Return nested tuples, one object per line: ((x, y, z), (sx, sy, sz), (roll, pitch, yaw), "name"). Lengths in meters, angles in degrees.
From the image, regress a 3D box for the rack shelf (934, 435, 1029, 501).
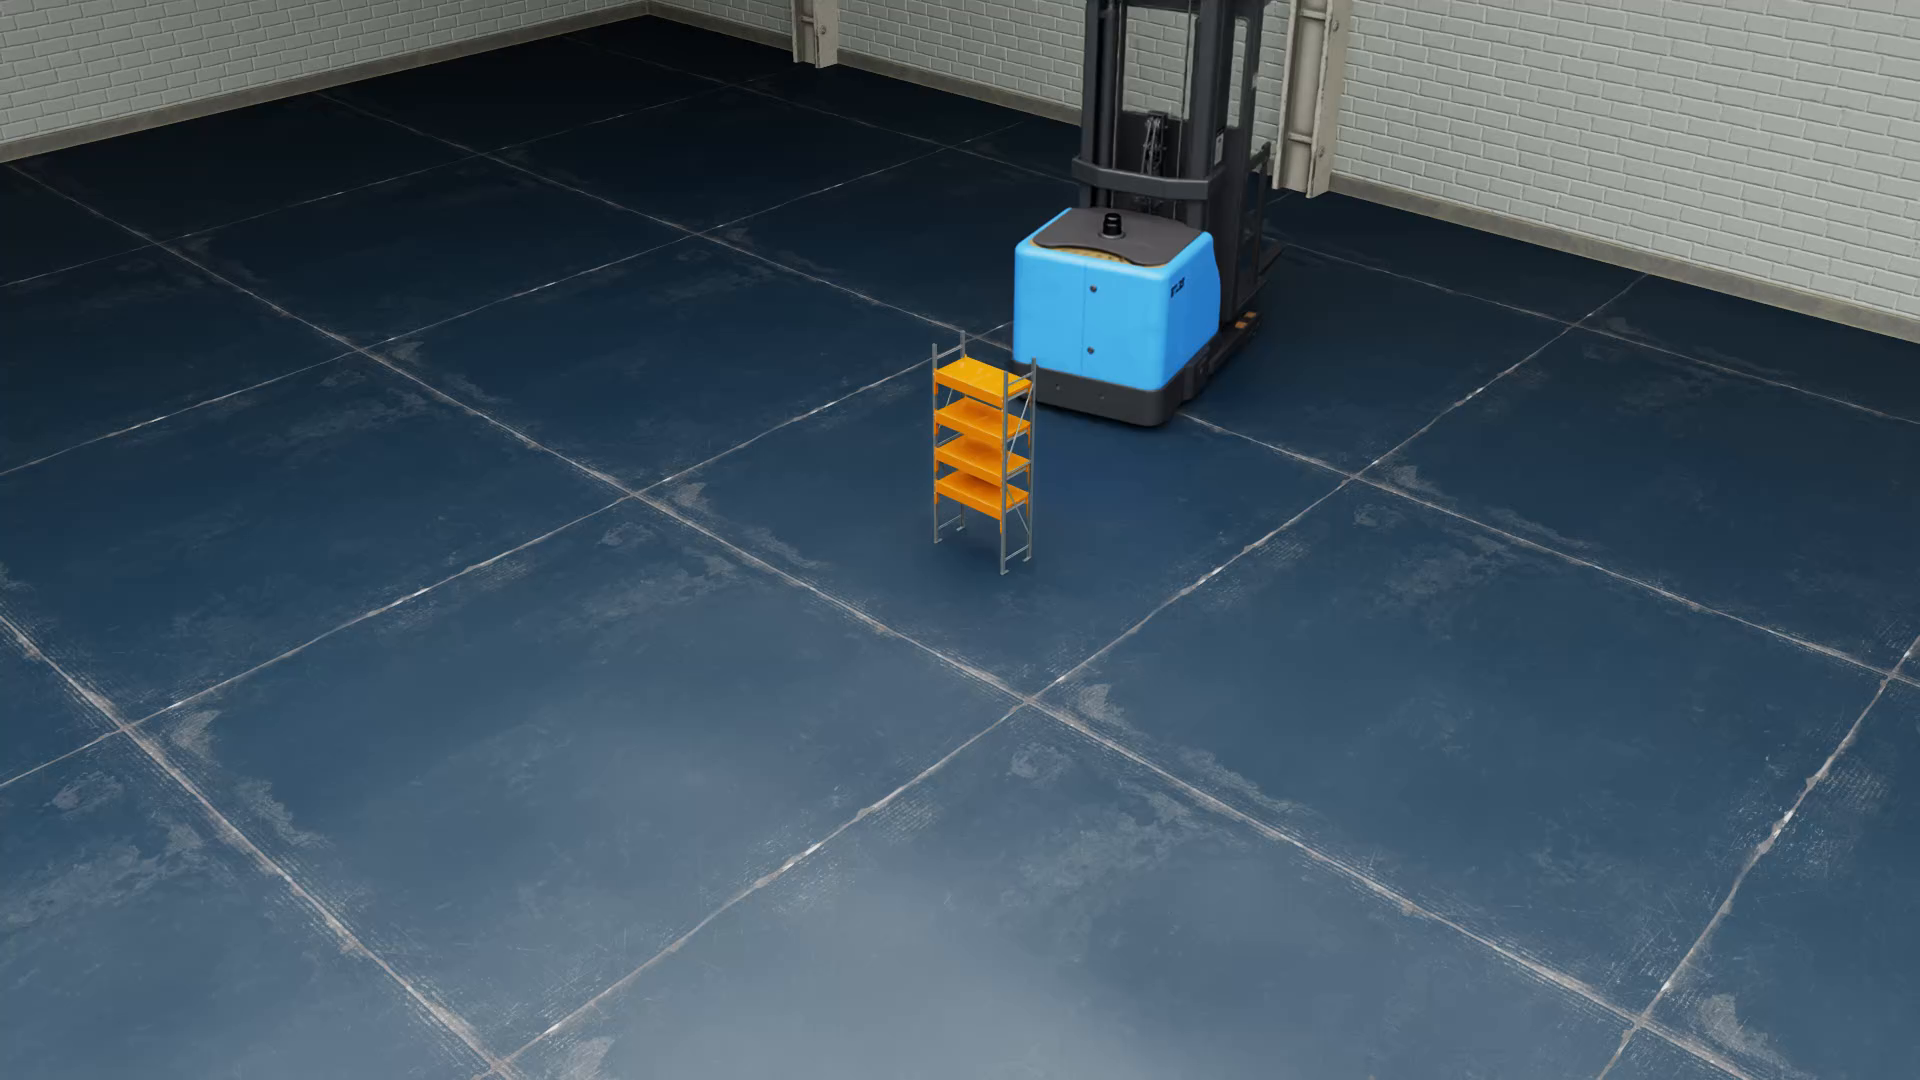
((0.123, -0.399, 8.880), (0.480, 0.148, 0.258), (25, 39, 35), "rack shelf")

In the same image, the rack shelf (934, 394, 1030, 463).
((0.123, -0.591, 8.765), (0.480, 0.148, 0.258), (25, 39, 35), "rack shelf")

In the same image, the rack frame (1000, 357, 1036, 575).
((0.304, -0.372, 8.705), (0.015, 1.200, 0.240), (25, 39, 35), "rack frame")

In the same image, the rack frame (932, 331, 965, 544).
((-0.058, -0.541, 8.986), (0.015, 1.200, 0.240), (25, 39, 35), "rack frame")

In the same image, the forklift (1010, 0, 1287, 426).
((1.456, -2.695, 10.884), (1.130, 2.935, 3.031), (15, 34, 24), "forklift")

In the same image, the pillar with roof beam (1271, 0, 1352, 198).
((0.031, -5.220, 9.196), (0.400, 9.000, 9.100), (25, 39, 35), "pillar with roof beam")

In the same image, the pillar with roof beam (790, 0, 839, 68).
((-4.418, -7.296, 12.645), (0.400, 9.000, 9.100), (25, 39, 35), "pillar with roof beam")

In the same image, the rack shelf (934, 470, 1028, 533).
((0.123, -0.229, 8.982), (0.480, 0.148, 0.258), (25, 39, 35), "rack shelf")

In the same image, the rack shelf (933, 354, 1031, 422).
((0.123, -0.793, 8.643), (0.480, 0.148, 0.258), (25, 39, 35), "rack shelf")

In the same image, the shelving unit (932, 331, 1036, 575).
((0.123, -0.457, 8.845), (0.503, 1.200, 0.258), (25, 39, 35), "shelving unit")
